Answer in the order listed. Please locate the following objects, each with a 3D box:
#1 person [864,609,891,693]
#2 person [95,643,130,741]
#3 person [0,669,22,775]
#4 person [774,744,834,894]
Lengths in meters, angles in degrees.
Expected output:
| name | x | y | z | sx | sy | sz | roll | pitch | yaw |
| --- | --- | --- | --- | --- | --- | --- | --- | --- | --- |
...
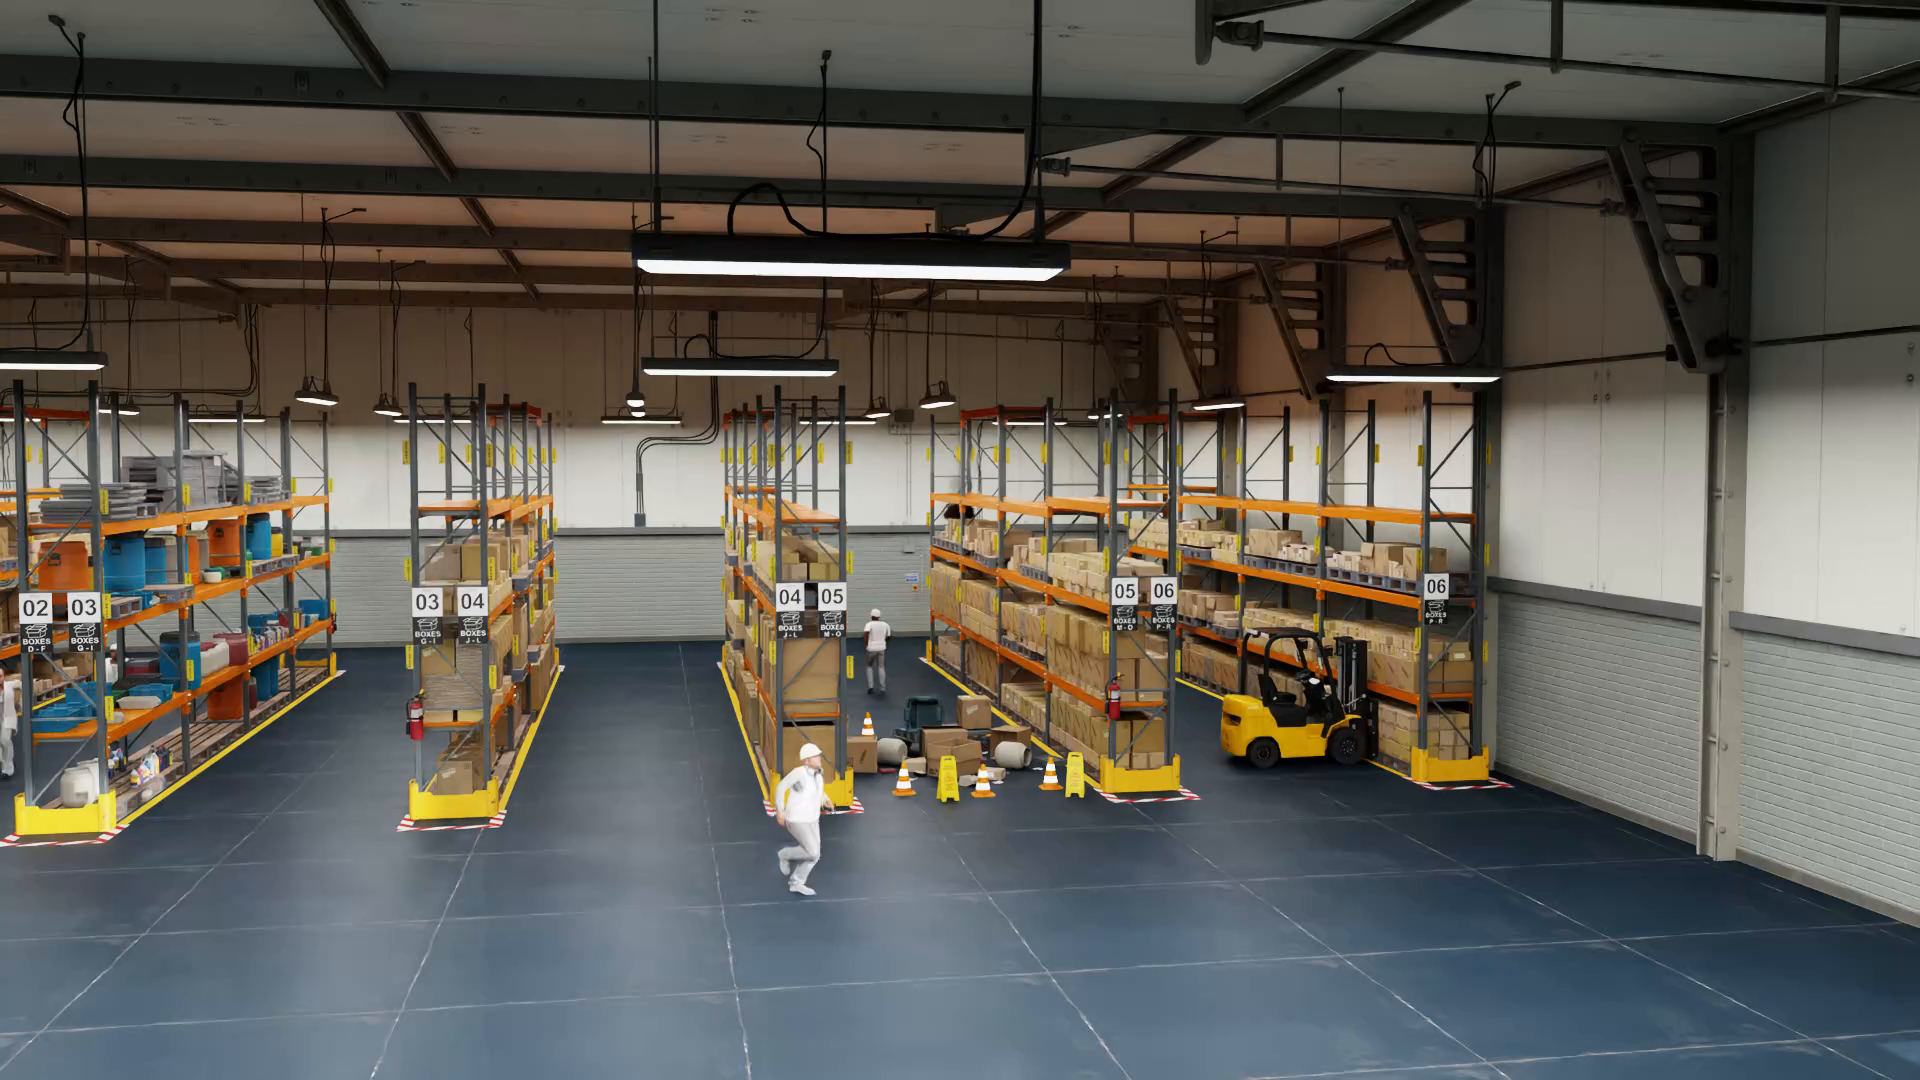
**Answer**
| name | x | y | z | sx | sy | sz | roll | pitch | yaw |
| --- | --- | --- | --- | --- | --- | --- | --- | --- | --- |
| person | -1.747 | 2.357 | 34.898 | 0.631 | 1.811 | 0.827 | -1 | 3 | -14 |
| person | -14.722 | 2.663 | 28.977 | 0.683 | 1.730 | 0.627 | -1 | 3 | -20 |
| person | -14.809 | 2.821 | 25.712 | 0.680 | 1.703 | 0.934 | -1 | 3 | -20 |
| person | -1.766 | 3.190 | 19.013 | 0.665 | 1.726 | 0.695 | 2 | 3 | 30 |
